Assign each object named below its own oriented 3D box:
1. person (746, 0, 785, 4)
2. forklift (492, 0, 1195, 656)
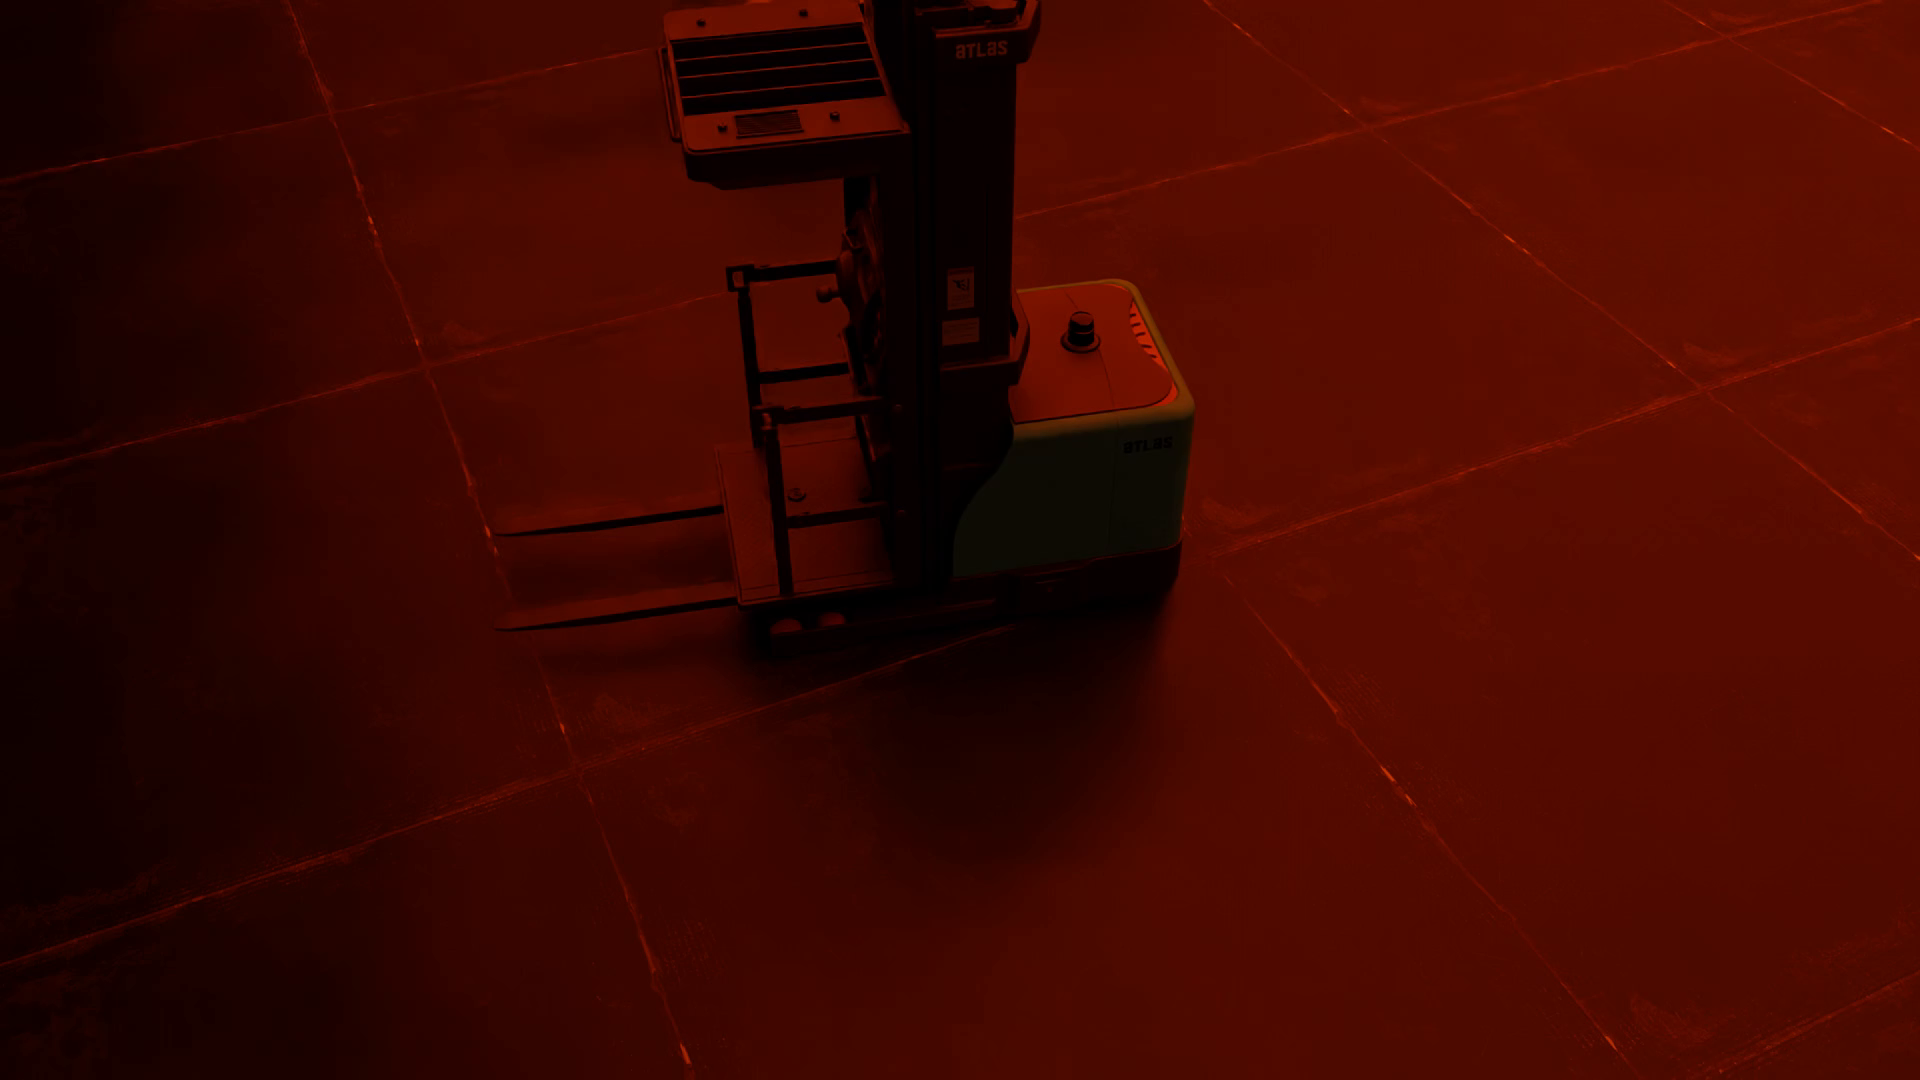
[{"bbox_3d":[-1.079,-3.724,10.774,0.522,1.575,1.108,21,47,21],"label":"person"},{"bbox_3d":[-0.579,-0.960,6.709,3.031,2.935,1.130,-8,44,-9],"label":"forklift"}]
